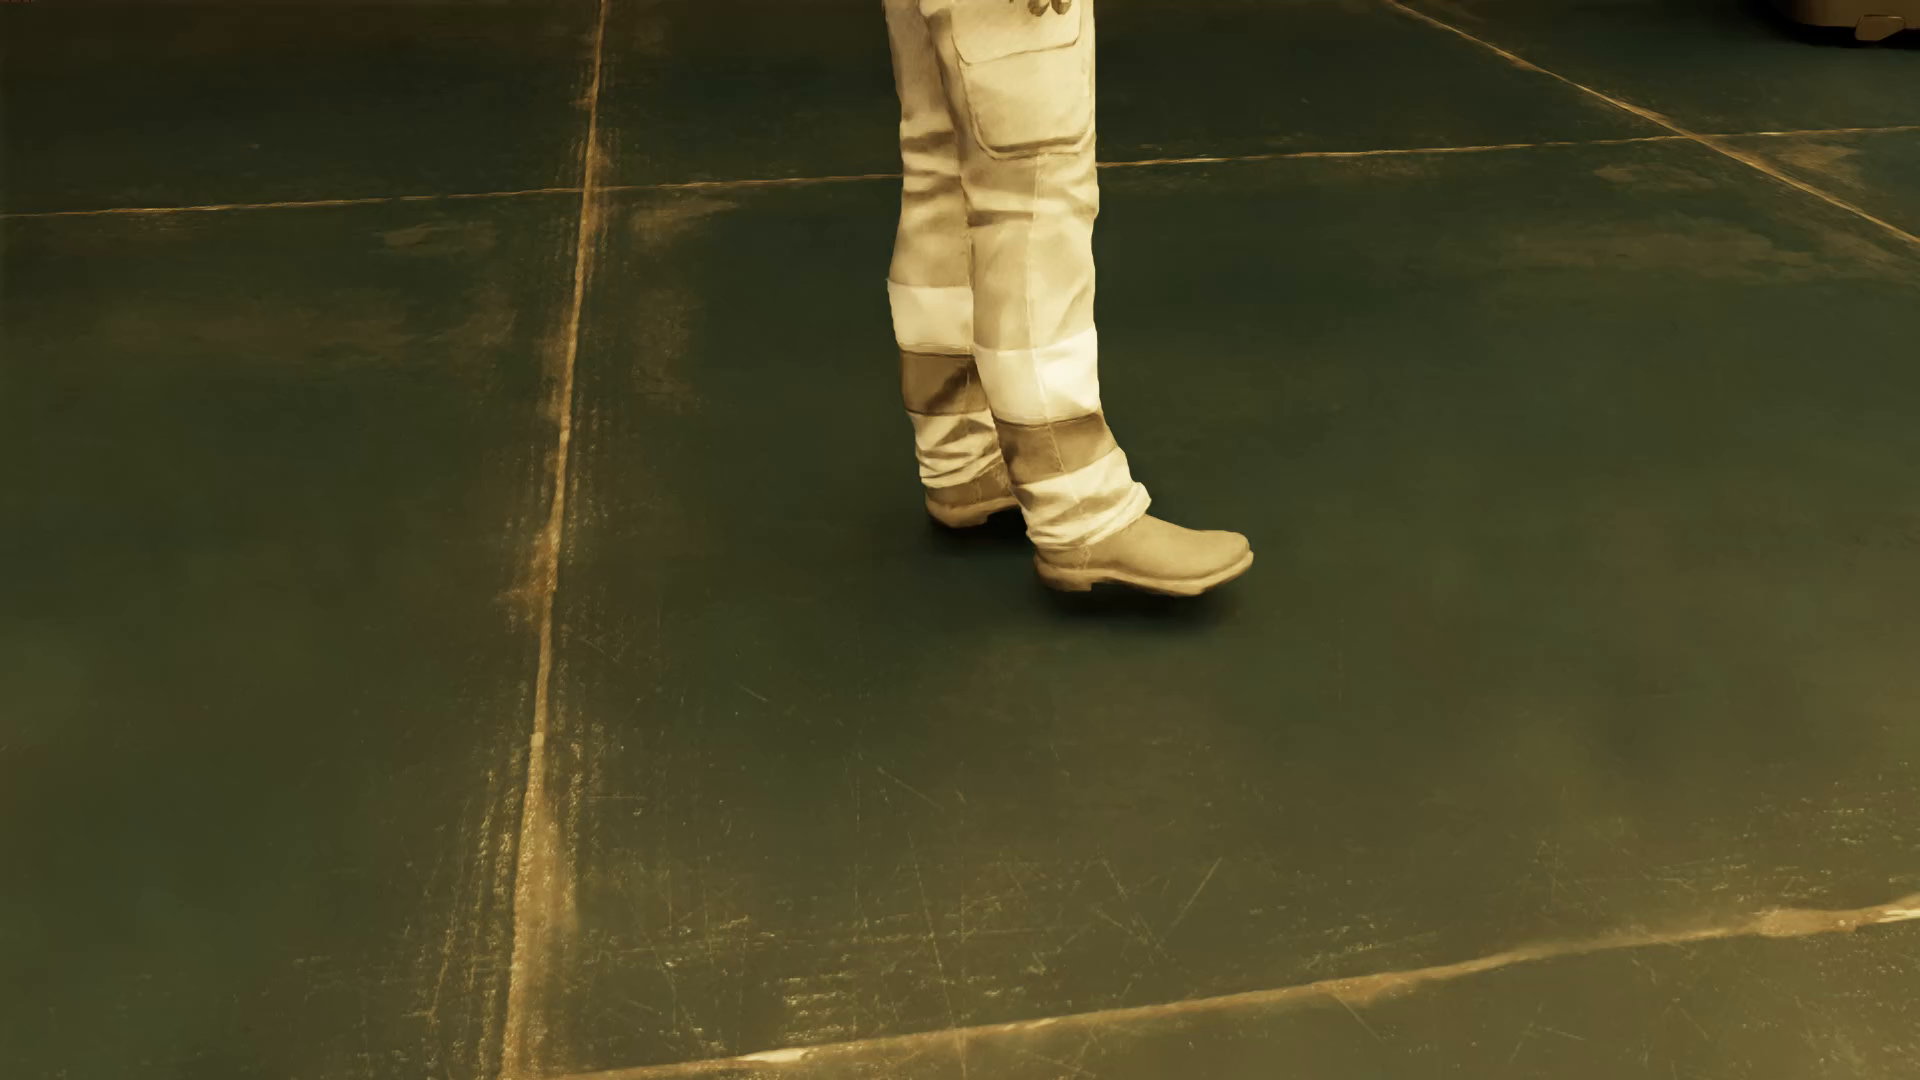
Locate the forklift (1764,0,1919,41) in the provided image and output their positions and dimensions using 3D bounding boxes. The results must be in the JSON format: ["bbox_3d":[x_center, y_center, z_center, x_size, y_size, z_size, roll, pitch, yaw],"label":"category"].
[{"bbox_3d":[4.419,-3.086,5.189,3.031,2.935,1.130,5,28,9],"label":"forklift"}]

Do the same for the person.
[{"bbox_3d":[0.081,-0.833,2.061,0.563,1.787,0.637,-5,28,-9],"label":"person"}]
